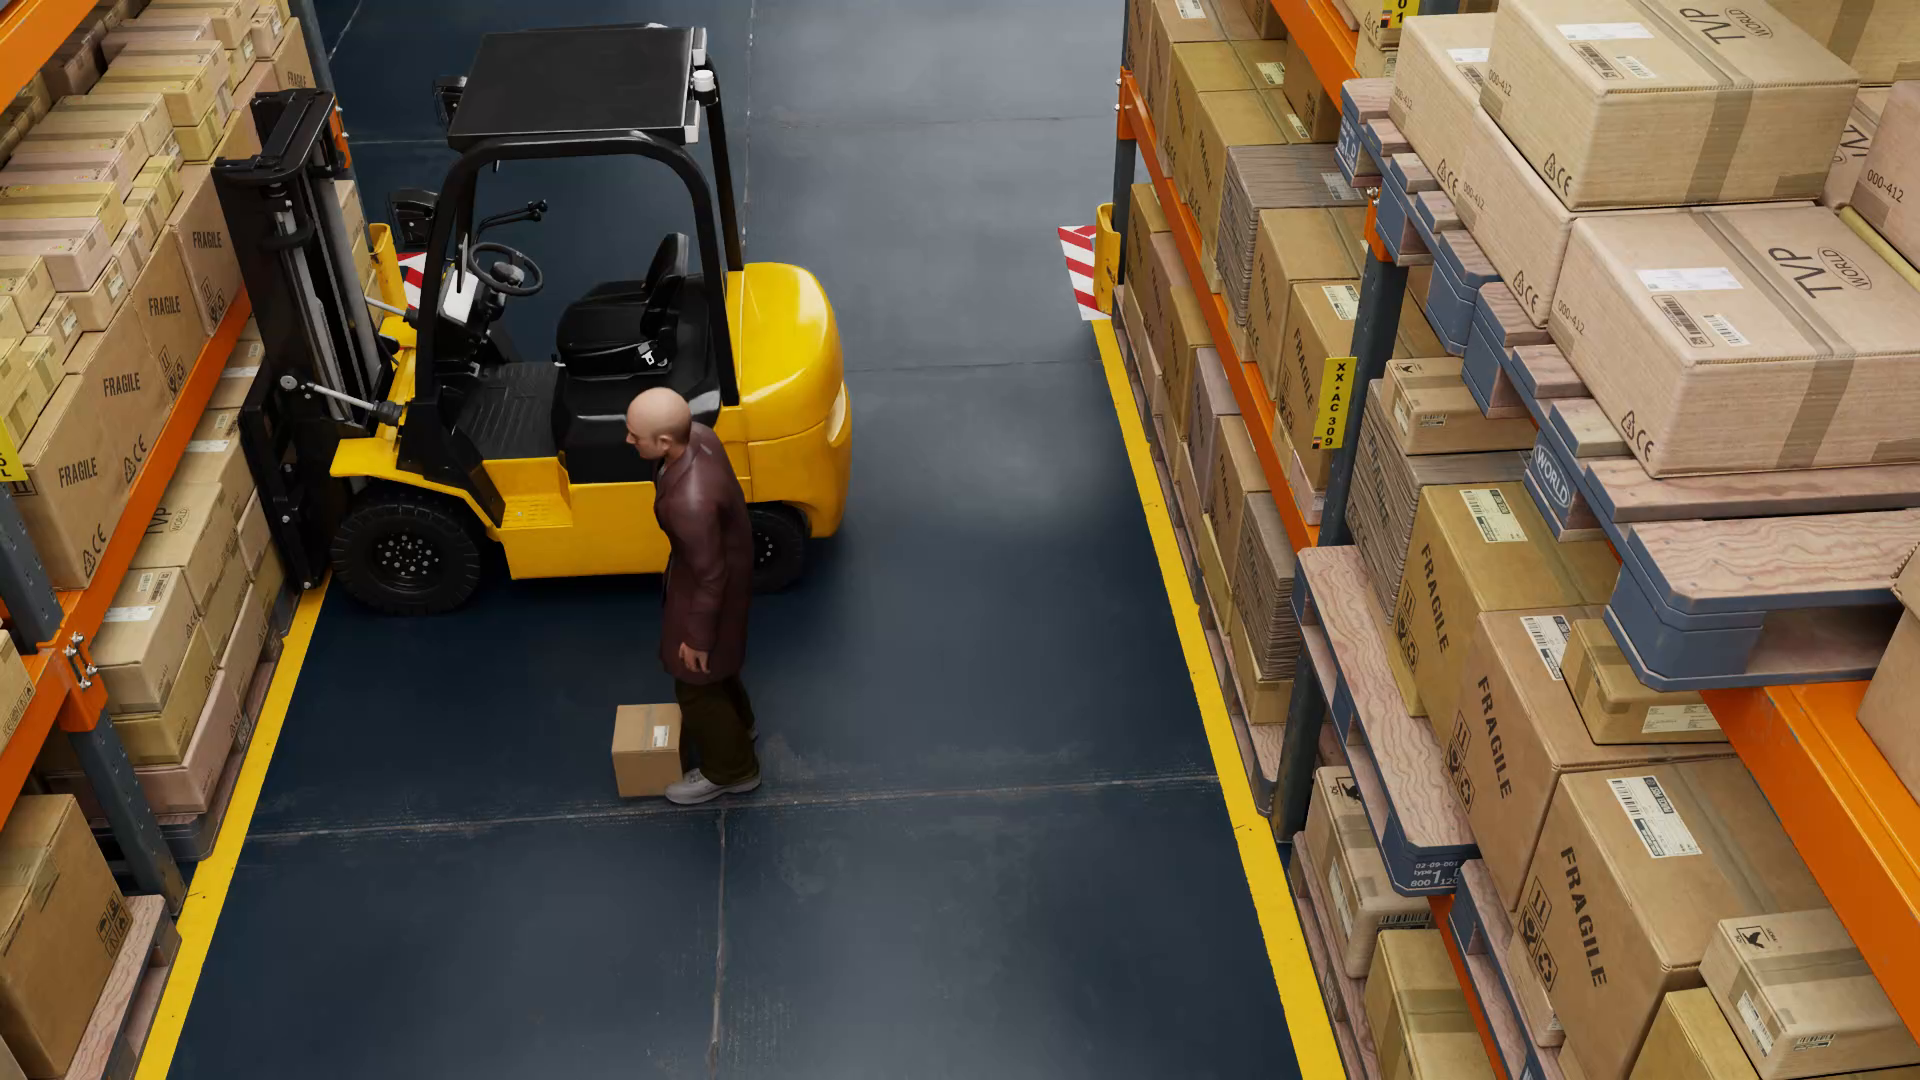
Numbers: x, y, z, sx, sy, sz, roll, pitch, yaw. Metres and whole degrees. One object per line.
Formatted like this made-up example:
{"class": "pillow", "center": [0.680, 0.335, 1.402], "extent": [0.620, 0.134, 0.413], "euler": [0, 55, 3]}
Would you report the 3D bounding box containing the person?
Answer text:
{"class": "person", "center": [-0.934, 0.196, 5.922], "extent": [0.429, 1.772, 0.644], "euler": [-5, 39, -6]}
